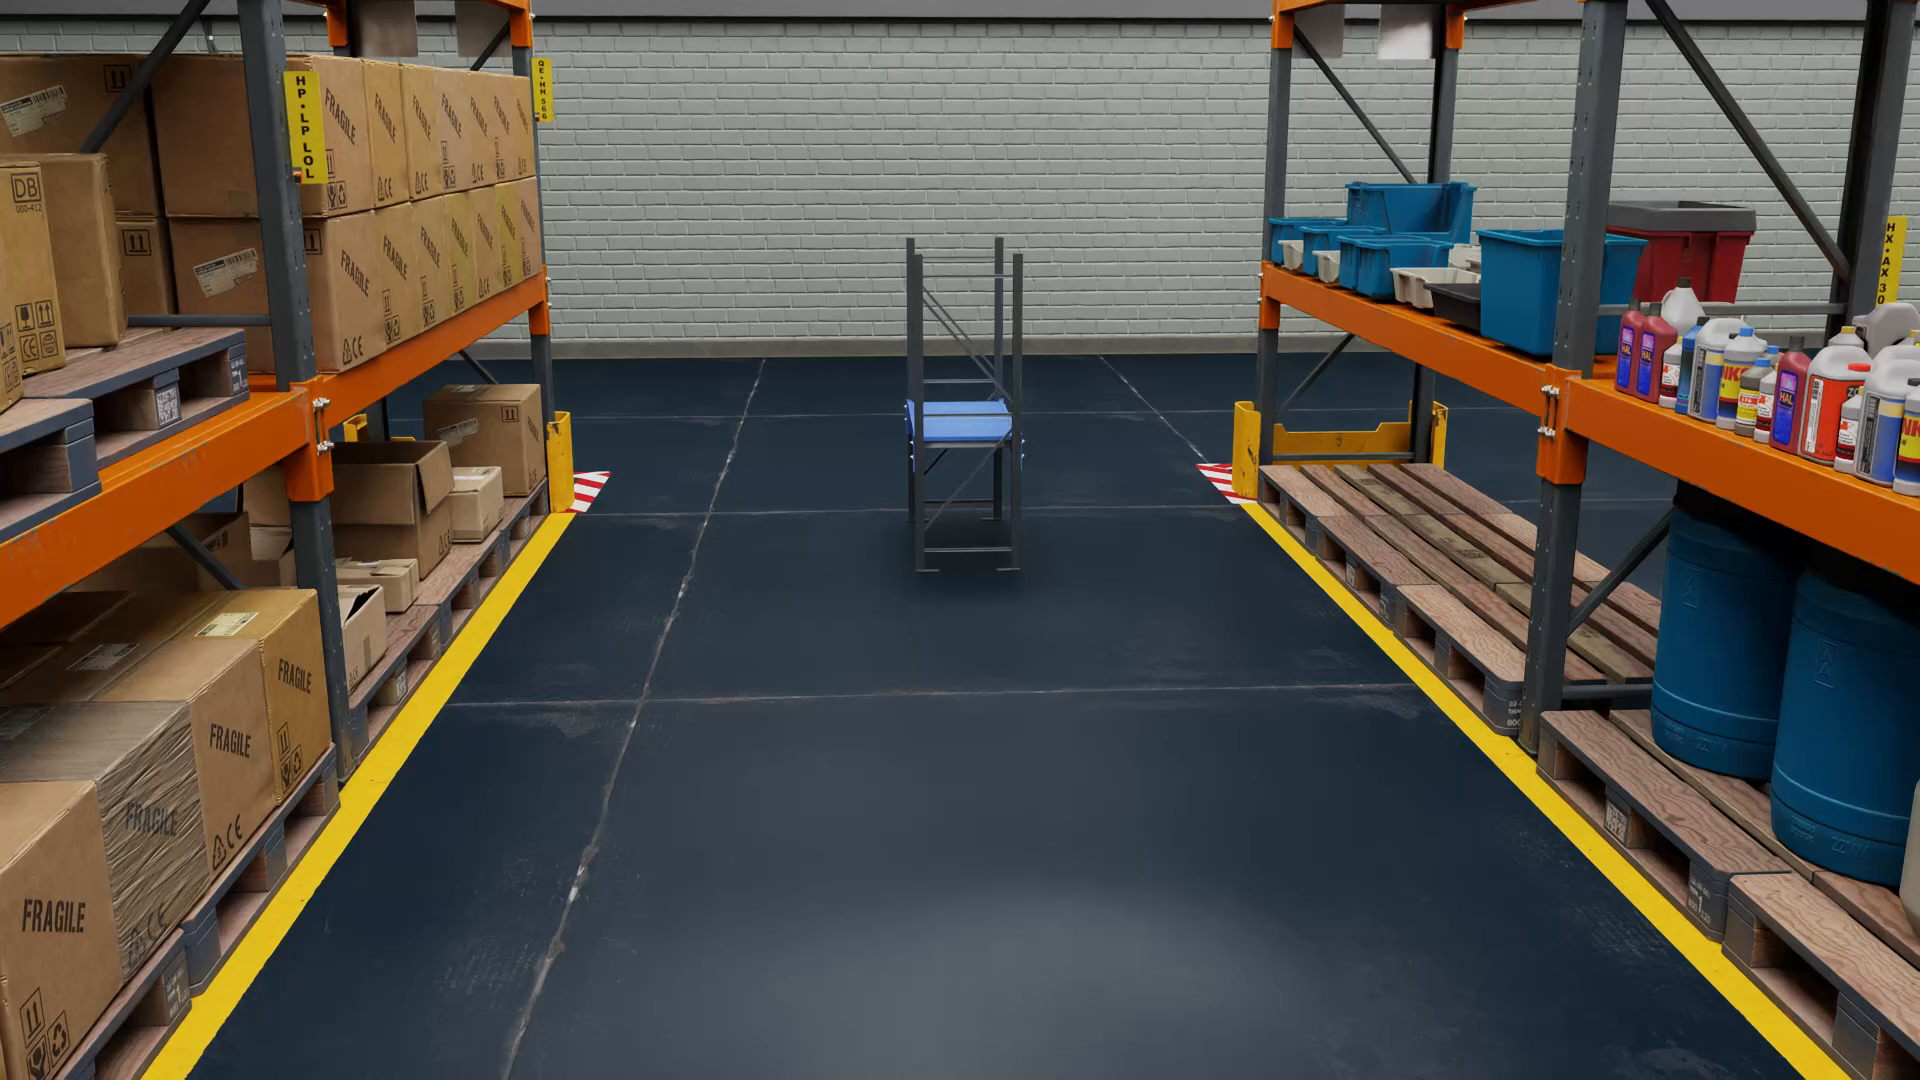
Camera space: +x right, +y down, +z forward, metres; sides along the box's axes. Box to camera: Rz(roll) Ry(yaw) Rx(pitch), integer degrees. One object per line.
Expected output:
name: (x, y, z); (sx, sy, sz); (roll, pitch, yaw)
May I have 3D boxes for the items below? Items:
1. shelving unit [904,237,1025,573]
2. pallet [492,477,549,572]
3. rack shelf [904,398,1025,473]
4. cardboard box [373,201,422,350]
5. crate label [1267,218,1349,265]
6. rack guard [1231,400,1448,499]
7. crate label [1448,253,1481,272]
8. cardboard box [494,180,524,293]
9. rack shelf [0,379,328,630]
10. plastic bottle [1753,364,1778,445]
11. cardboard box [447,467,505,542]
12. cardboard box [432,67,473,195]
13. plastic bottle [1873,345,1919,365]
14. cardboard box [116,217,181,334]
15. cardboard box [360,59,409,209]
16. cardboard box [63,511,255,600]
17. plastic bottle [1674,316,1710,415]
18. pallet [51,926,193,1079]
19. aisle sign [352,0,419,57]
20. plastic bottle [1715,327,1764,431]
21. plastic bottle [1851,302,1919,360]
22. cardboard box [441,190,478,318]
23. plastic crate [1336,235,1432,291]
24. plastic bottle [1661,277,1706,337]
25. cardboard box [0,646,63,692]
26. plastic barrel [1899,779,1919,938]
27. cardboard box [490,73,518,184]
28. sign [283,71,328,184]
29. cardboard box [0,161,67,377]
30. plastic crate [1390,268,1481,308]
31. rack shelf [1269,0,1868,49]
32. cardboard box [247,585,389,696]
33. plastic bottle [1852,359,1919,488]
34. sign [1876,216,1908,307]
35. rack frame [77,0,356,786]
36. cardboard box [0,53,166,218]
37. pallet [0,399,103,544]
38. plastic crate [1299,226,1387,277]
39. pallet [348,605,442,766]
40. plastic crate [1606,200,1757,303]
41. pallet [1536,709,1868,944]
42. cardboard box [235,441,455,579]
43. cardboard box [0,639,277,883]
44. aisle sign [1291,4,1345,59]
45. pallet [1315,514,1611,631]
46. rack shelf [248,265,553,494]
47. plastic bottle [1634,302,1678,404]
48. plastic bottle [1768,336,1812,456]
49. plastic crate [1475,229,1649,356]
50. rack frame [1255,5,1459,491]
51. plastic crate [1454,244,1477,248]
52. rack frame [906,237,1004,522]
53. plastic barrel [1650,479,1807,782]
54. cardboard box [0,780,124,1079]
shelving unit: (0.005, -0.705, 8.257); (0.538, 1.500, 1.048); (-1, 14, -3)
pallet: (-2.700, -0.088, 8.444); (1.003, 0.211, 1.213); (-1, 14, -3)
rack shelf: (0.005, -0.531, 8.302); (0.538, 0.185, 1.000); (-1, 14, -3)
cardboard box: (-2.301, -0.967, 6.065); (0.500, 0.500, 0.500); (-1, 14, -2)
crate label: (1.876, -1.612, 8.989); (0.416, 0.233, 0.303); (-1, 14, -3)
rack guard: (2.175, -0.526, 9.568); (1.175, 0.500, 0.348); (-1, 14, -3)
crate label: (2.466, -1.291, 7.933); (0.396, 0.136, 0.243); (-1, 14, -3)
cardboard box: (-2.420, -1.468, 8.010); (0.500, 0.500, 0.500); (-1, 14, -3)
rack shelf: (-2.383, 0.185, 3.231); (1.077, 0.370, 4.000); (-1, 14, -3)
plastic bottle: (2.100, -0.350, 4.267); (0.097, 0.201, 0.097); (0, 14, 0)
cardboard box: (-2.446, -0.169, 7.798); (0.500, 0.250, 0.500); (-1, 14, -3)
cardboard box: (-2.352, -1.699, 6.904); (0.500, 0.500, 0.500); (0, 14, -2)
plastic bottle: (2.295, -0.327, 4.027); (0.152, 0.276, 0.135); (-1, 14, -3)
cardboard box: (-2.794, -0.829, 5.530); (0.500, 0.500, 0.500); (-1, 14, -3)
cardboard box: (-2.288, -1.443, 5.908); (0.500, 0.500, 0.500); (-1, 14, -5)
cardboard box: (-2.825, 0.200, 5.865); (0.500, 0.500, 0.500); (-1, 14, -3)
plastic bottle: (2.074, -0.490, 4.670); (0.097, 0.271, 0.097); (0, 14, 0)
pallet: (-2.340, 1.196, 3.456); (1.003, 0.211, 1.213); (-1, 14, -3)
aisle sign: (-3.052, -2.927, 8.665); (0.394, 0.787, 0.004); (-1, 14, -3)
plastic bottle: (2.088, -0.433, 4.446); (0.097, 0.271, 0.097); (0, 14, 0)
plastic bottle: (2.784, -0.583, 5.022); (0.152, 0.276, 0.135); (-1, 14, -3)
cardboard box: (-2.363, -1.218, 7.041); (0.500, 0.500, 0.500); (-1, 14, -4)
plastic crate: (1.958, -1.285, 7.716); (0.416, 0.233, 0.300); (-1, 14, -3)
plastic bottle: (2.138, -0.610, 4.975); (0.144, 0.351, 0.185); (-1, 14, -3)
cardboard box: (-2.676, 0.593, 4.334); (0.500, 0.500, 0.500); (-1, 14, -3)
plastic barrel: (2.443, 0.719, 3.863); (0.421, 0.512, 0.421); (0, 14, 0)
cardboard box: (-2.421, -1.956, 7.902); (0.500, 0.500, 0.500); (0, 14, -2)
sign: (-1.953, -1.231, 4.967); (0.100, 0.325, 0.005); (-1, 14, -3)
cardboard box: (-2.595, -0.621, 3.877); (0.700, 0.500, 0.500); (1, 14, 5)
plastic crate: (2.029, -1.066, 7.058); (0.293, 0.136, 0.466); (-1, 14, -3)
rack shelf: (2.313, -2.338, 7.017); (1.077, 0.370, 4.000); (-1, 14, -3)
cardboard box: (-2.317, 0.321, 5.773); (0.500, 0.311, 0.500); (-1, 14, -3)
plastic bottle: (2.157, -0.267, 3.794); (0.152, 0.276, 0.135); (-1, 14, -3)
sign: (2.986, -0.878, 5.365); (0.100, 0.325, 0.005); (-1, 14, -3)
rack frame: (-2.507, -0.661, 5.074); (1.000, 3.000, 0.127); (-1, 14, -3)
cardboard box: (-2.797, -1.315, 5.410); (0.500, 0.500, 0.500); (-1, 14, -3)
pallet: (-2.384, -0.056, 3.111); (1.003, 0.211, 1.213); (-1, 14, -3)
plastic crate: (1.917, -1.449, 8.353); (0.416, 0.233, 0.300); (-1, 14, -3)
pallet: (-2.549, 0.519, 6.086); (1.003, 0.211, 1.213); (-1, 14, -3)
plastic crate: (2.632, -1.022, 6.230); (0.402, 0.464, 0.583); (-1, 14, -3)
pallet: (2.443, 0.807, 4.967); (1.003, 0.211, 1.213); (-1, 14, -3)
cardboard box: (-2.628, -0.132, 7.146); (0.797, 0.503, 0.637); (-1, 14, -3)
cardboard box: (-2.168, 0.578, 4.393); (0.500, 0.500, 0.500); (-1, 14, -3)
aisle sign: (1.888, -3.003, 8.962); (0.394, 0.787, 0.004); (-1, 14, -3)
pallet: (2.274, 0.128, 7.606); (1.003, 0.211, 1.213); (-1, 14, -3)
rack shelf: (-2.631, -0.810, 7.097); (1.077, 0.370, 4.000); (-1, 14, -3)
plastic bottle: (2.042, -0.549, 4.873); (0.061, 0.283, 0.133); (-1, 14, -3)
plastic bottle: (2.089, -0.361, 4.144); (0.061, 0.283, 0.133); (-1, 14, -3)
plastic crate: (2.068, -0.868, 5.793); (0.392, 0.384, 0.575); (-1, 14, -3)
rack frame: (2.189, -1.731, 9.234); (1.000, 3.000, 0.127); (-1, 14, -3)
plastic crate: (2.421, -1.432, 8.482); (0.396, 0.136, 0.243); (-1, 14, -3)
rack frame: (-0.026, -0.832, 8.748); (0.500, 1.500, 0.032); (-1, 14, -3)
plastic barrel: (2.454, 0.212, 5.050); (0.600, 0.901, 0.708); (-1, 14, -3)
cardboard box: (-2.104, 0.829, 3.417); (0.500, 0.500, 0.500); (-1, 14, -5)
